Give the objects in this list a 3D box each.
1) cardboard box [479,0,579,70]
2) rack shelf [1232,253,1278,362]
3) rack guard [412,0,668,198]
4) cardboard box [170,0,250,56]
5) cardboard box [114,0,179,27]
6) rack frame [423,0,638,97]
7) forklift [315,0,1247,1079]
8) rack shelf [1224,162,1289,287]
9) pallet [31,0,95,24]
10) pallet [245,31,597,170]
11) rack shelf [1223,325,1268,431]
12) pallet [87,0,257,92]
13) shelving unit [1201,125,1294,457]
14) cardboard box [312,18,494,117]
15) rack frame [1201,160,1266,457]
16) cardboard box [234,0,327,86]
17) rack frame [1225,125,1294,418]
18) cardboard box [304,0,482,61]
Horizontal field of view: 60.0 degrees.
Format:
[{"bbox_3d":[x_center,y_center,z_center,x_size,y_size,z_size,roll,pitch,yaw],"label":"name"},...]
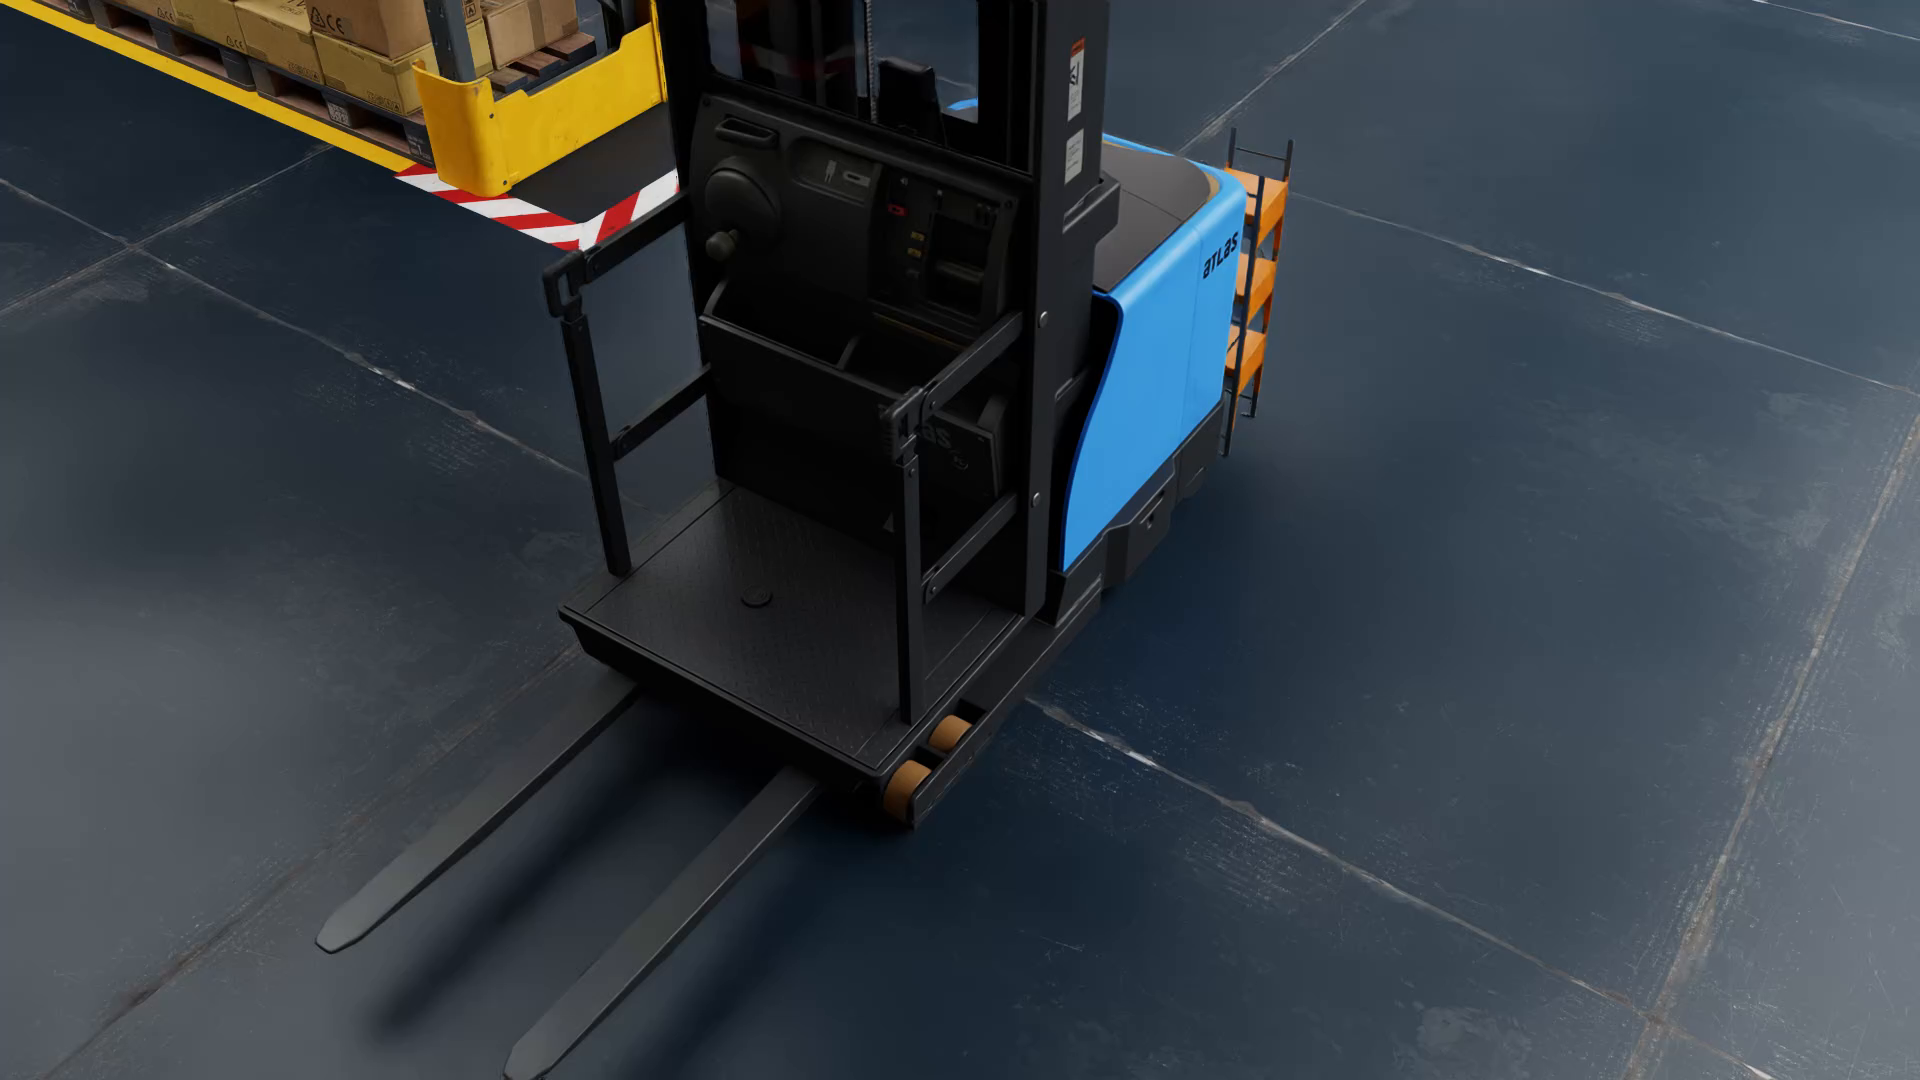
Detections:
[{"bbox_3d":[-2.062,-2.356,7.380,0.500,0.250,0.500,25,48,25],"label":"cardboard box"},{"bbox_3d":[0.866,-0.766,5.333,0.215,0.259,0.240,20,45,21],"label":"rack shelf"},{"bbox_3d":[-1.731,-1.957,7.062,0.348,0.500,1.175,25,48,25],"label":"rack guard"},{"bbox_3d":[-3.186,-2.448,7.484,0.500,0.250,0.500,25,48,25],"label":"cardboard box"},{"bbox_3d":[-3.594,-2.641,7.699,0.500,0.250,0.500,25,48,25],"label":"cardboard box"},{"bbox_3d":[-1.751,-2.897,6.238,0.127,3.000,1.000,25,48,25],"label":"rack frame"},{"bbox_3d":[-0.387,-0.706,3.841,1.130,2.935,3.031,24,47,24],"label":"forklift"},{"bbox_3d":[0.864,-0.978,5.145,0.215,0.259,0.240,20,45,21],"label":"rack shelf"},{"bbox_3d":[-4.398,-3.062,8.514,1.213,0.211,1.003,25,48,25],"label":"pallet"},{"bbox_3d":[-2.401,-2.128,7.470,1.213,0.211,1.003,25,48,25],"label":"pallet"},{"bbox_3d":[0.867,-0.558,5.518,0.215,0.259,0.240,20,45,21],"label":"rack shelf"},{"bbox_3d":[-3.395,-2.596,7.992,1.213,0.211,1.003,25,48,25],"label":"pallet"},{"bbox_3d":[0.866,-0.774,5.326,0.215,1.050,0.252,20,45,21],"label":"shelving unit"},{"bbox_3d":[-2.359,-2.073,7.064,0.500,0.250,0.500,25,48,25],"label":"cardboard box"},{"bbox_3d":[0.808,-0.702,5.246,0.200,1.050,0.008,20,45,21],"label":"rack frame"},{"bbox_3d":[-2.776,-2.258,7.271,0.500,0.250,0.500,25,48,25],"label":"cardboard box"},{"bbox_3d":[0.924,-0.845,5.406,0.200,1.050,0.008,20,45,21],"label":"rack frame"},{"bbox_3d":[-2.361,-2.351,6.813,0.500,0.500,0.500,25,48,25],"label":"cardboard box"}]
